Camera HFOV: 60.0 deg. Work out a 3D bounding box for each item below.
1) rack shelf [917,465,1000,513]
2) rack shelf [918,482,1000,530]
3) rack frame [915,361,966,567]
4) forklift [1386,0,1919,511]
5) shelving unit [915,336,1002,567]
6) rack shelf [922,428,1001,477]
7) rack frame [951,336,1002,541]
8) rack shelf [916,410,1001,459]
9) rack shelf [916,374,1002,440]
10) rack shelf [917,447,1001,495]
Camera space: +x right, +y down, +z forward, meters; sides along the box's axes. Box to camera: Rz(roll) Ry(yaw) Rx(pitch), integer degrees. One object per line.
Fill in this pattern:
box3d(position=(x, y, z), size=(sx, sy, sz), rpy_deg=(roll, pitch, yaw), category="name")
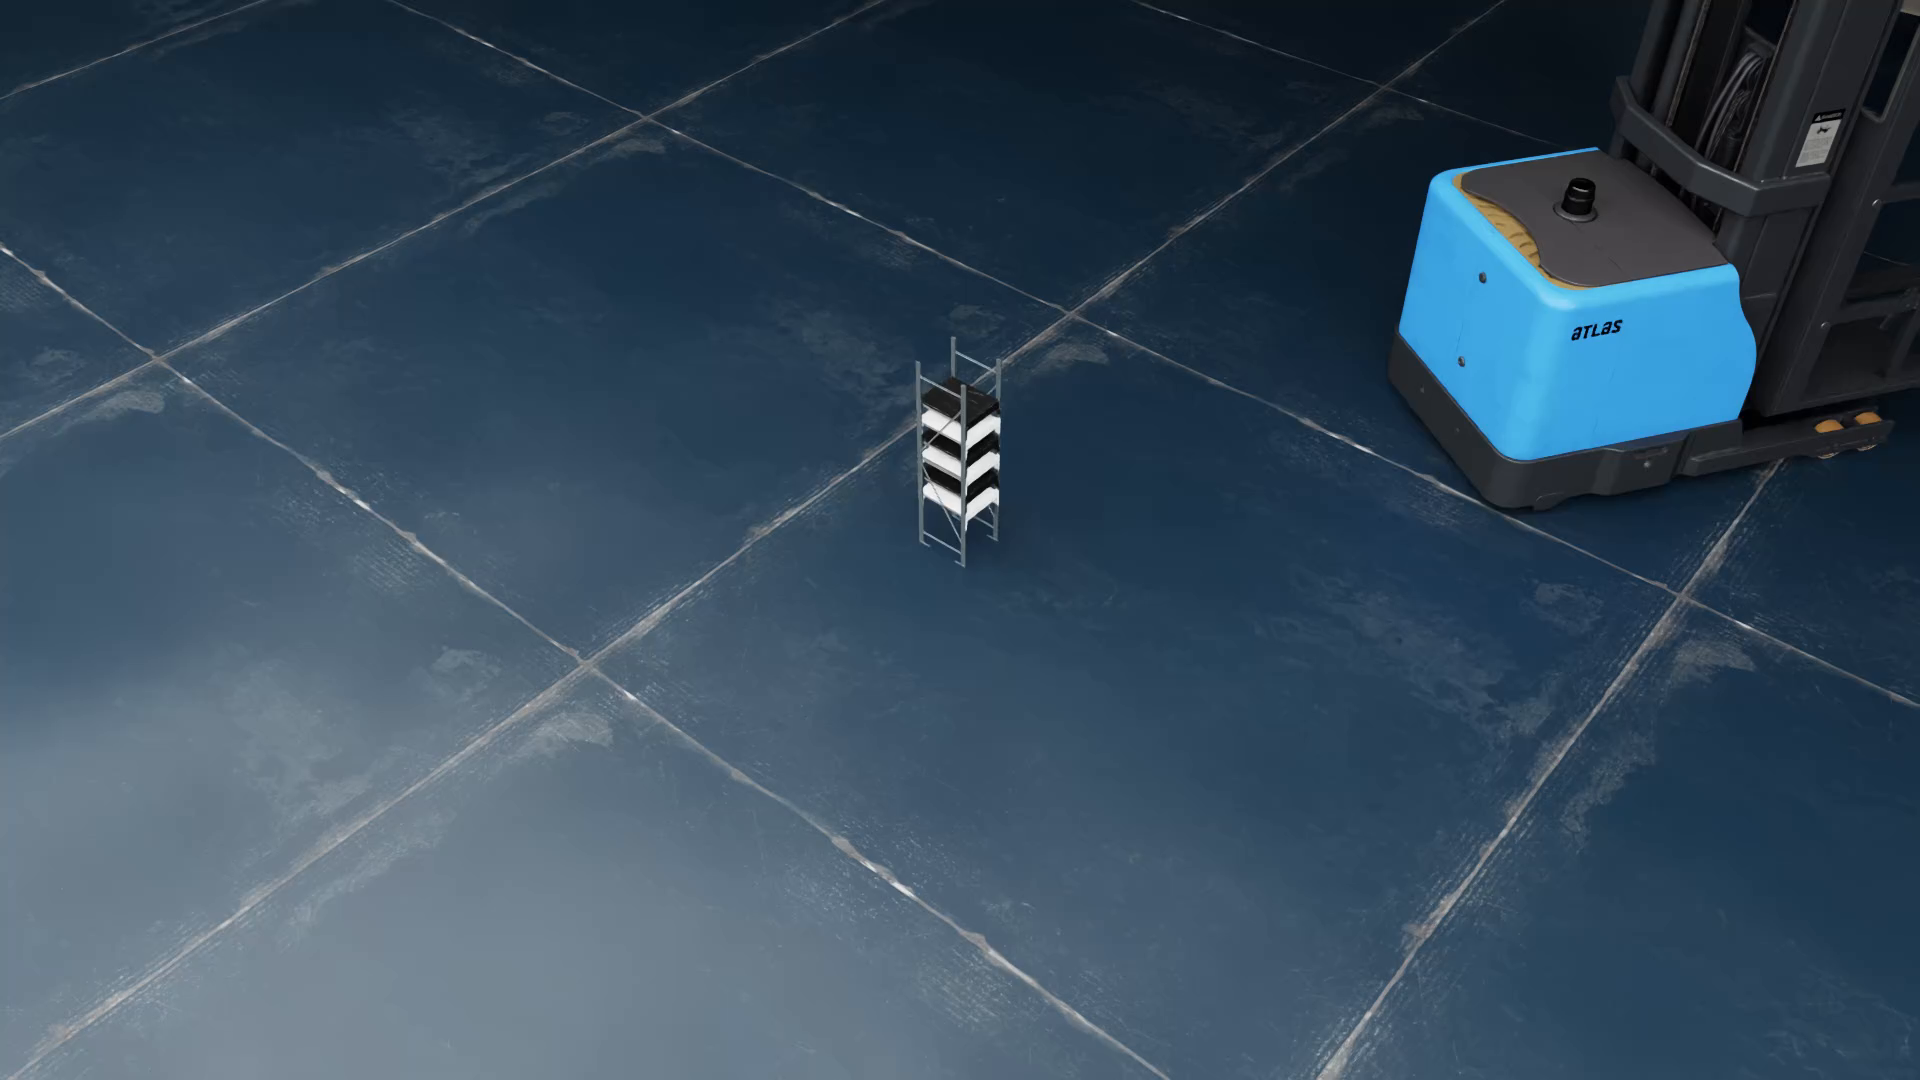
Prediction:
box3d(position=(-0.005, -0.238, 6.526), size=(0.258, 0.077, 0.200), rpy_deg=(29, 50, 28), category="rack shelf")
box3d(position=(-0.005, -0.171, 6.586), size=(0.258, 0.077, 0.200), rpy_deg=(29, 50, 28), category="rack shelf")
box3d(position=(-0.071, -0.276, 6.385), size=(0.240, 0.900, 0.006), rpy_deg=(29, 50, 28), category="rack frame")
box3d(position=(3.487, -1.766, 6.513), size=(3.031, 2.935, 1.130), rpy_deg=(-11, 43, -12), category="forklift")
box3d(position=(-0.005, -0.329, 6.443), size=(0.258, 0.900, 0.210), rpy_deg=(29, 50, 28), category="shelving unit")
box3d(position=(-0.005, -0.371, 6.405), size=(0.258, 0.077, 0.200), rpy_deg=(29, 50, 28), category="rack shelf")
box3d(position=(0.060, -0.381, 6.500), size=(0.240, 0.900, 0.006), rpy_deg=(29, 50, 28), category="rack frame")
box3d(position=(-0.005, -0.437, 6.344), size=(0.258, 0.077, 0.200), rpy_deg=(29, 50, 28), category="rack shelf")
box3d(position=(-0.005, -0.504, 6.283), size=(0.258, 0.077, 0.200), rpy_deg=(29, 50, 28), category="rack shelf")
box3d(position=(-0.005, -0.304, 6.465), size=(0.258, 0.077, 0.200), rpy_deg=(29, 50, 28), category="rack shelf")
